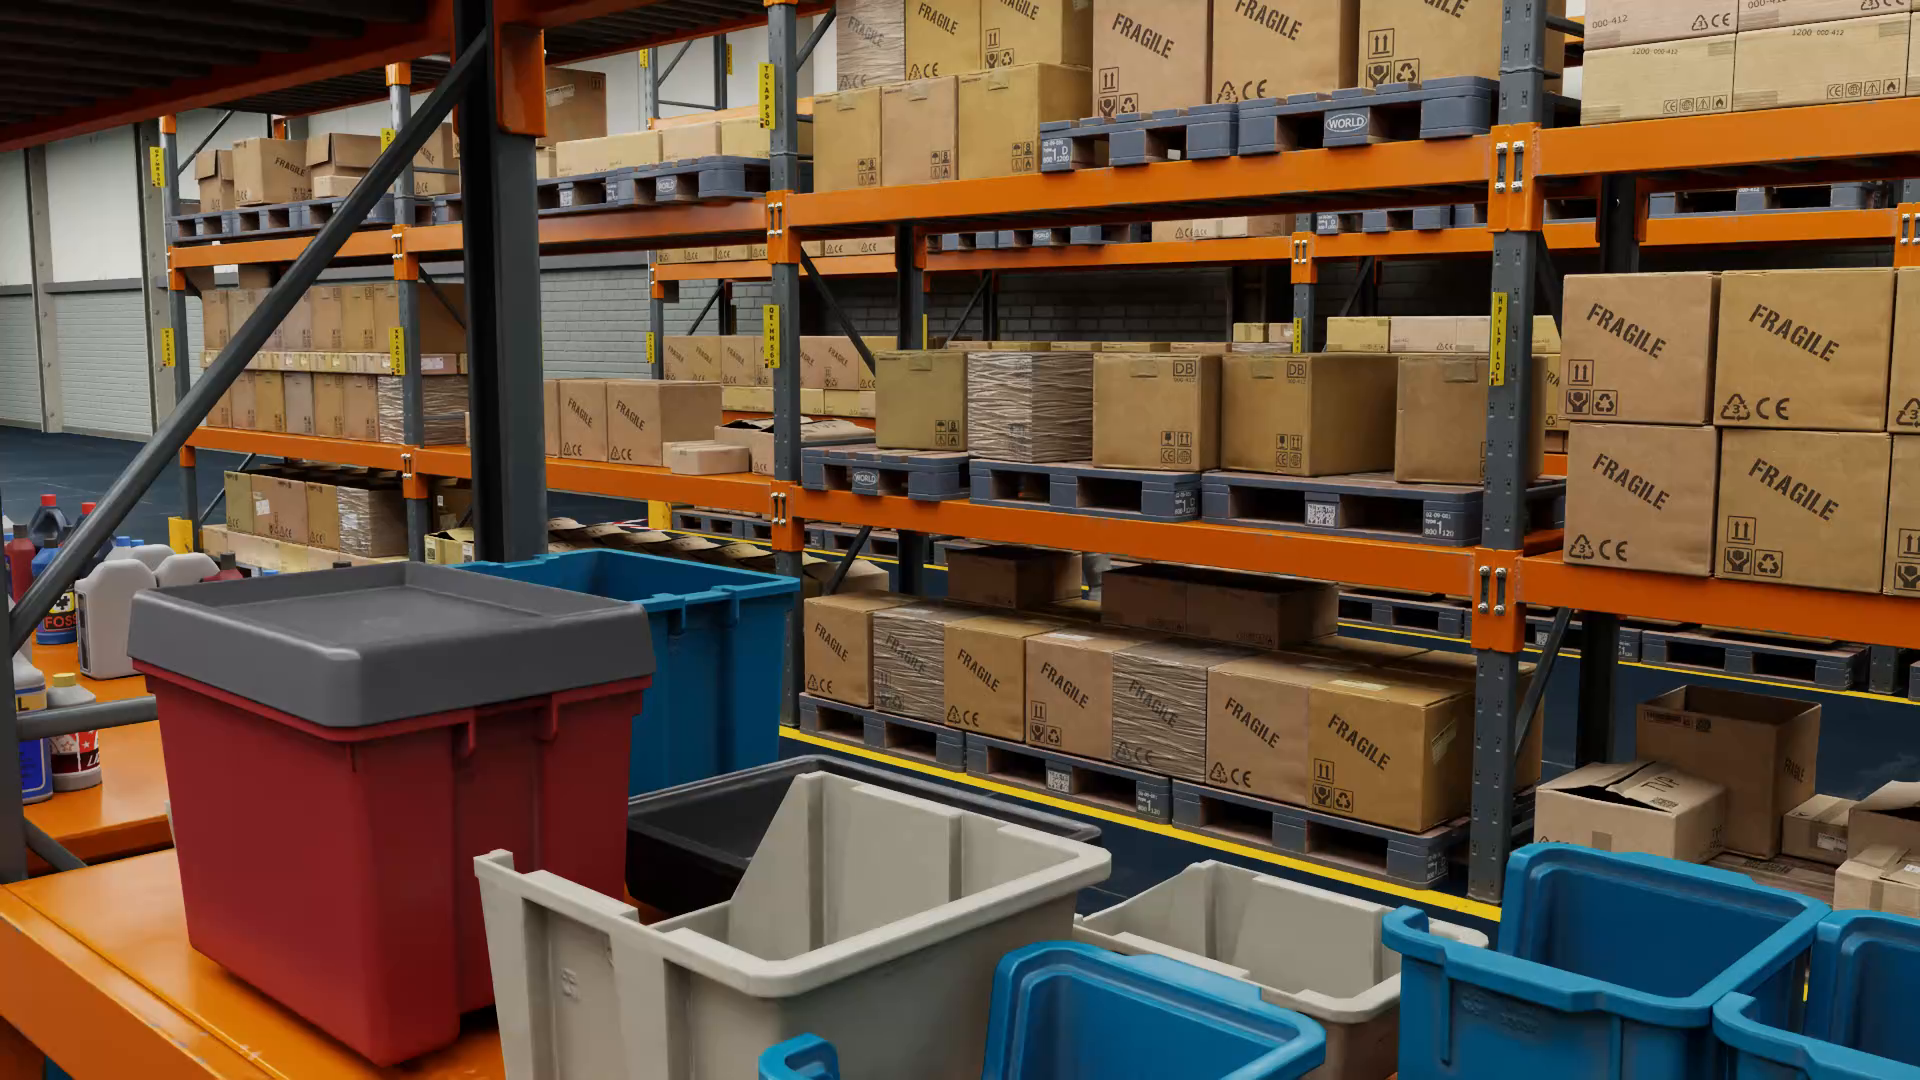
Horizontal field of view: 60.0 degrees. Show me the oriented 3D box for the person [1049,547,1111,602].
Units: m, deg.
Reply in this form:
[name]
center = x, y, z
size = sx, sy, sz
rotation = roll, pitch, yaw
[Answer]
[person]
center = 0.786, -0.062, 10.738
size = 0.561, 1.665, 0.471
rotation = 6, 9, 40
